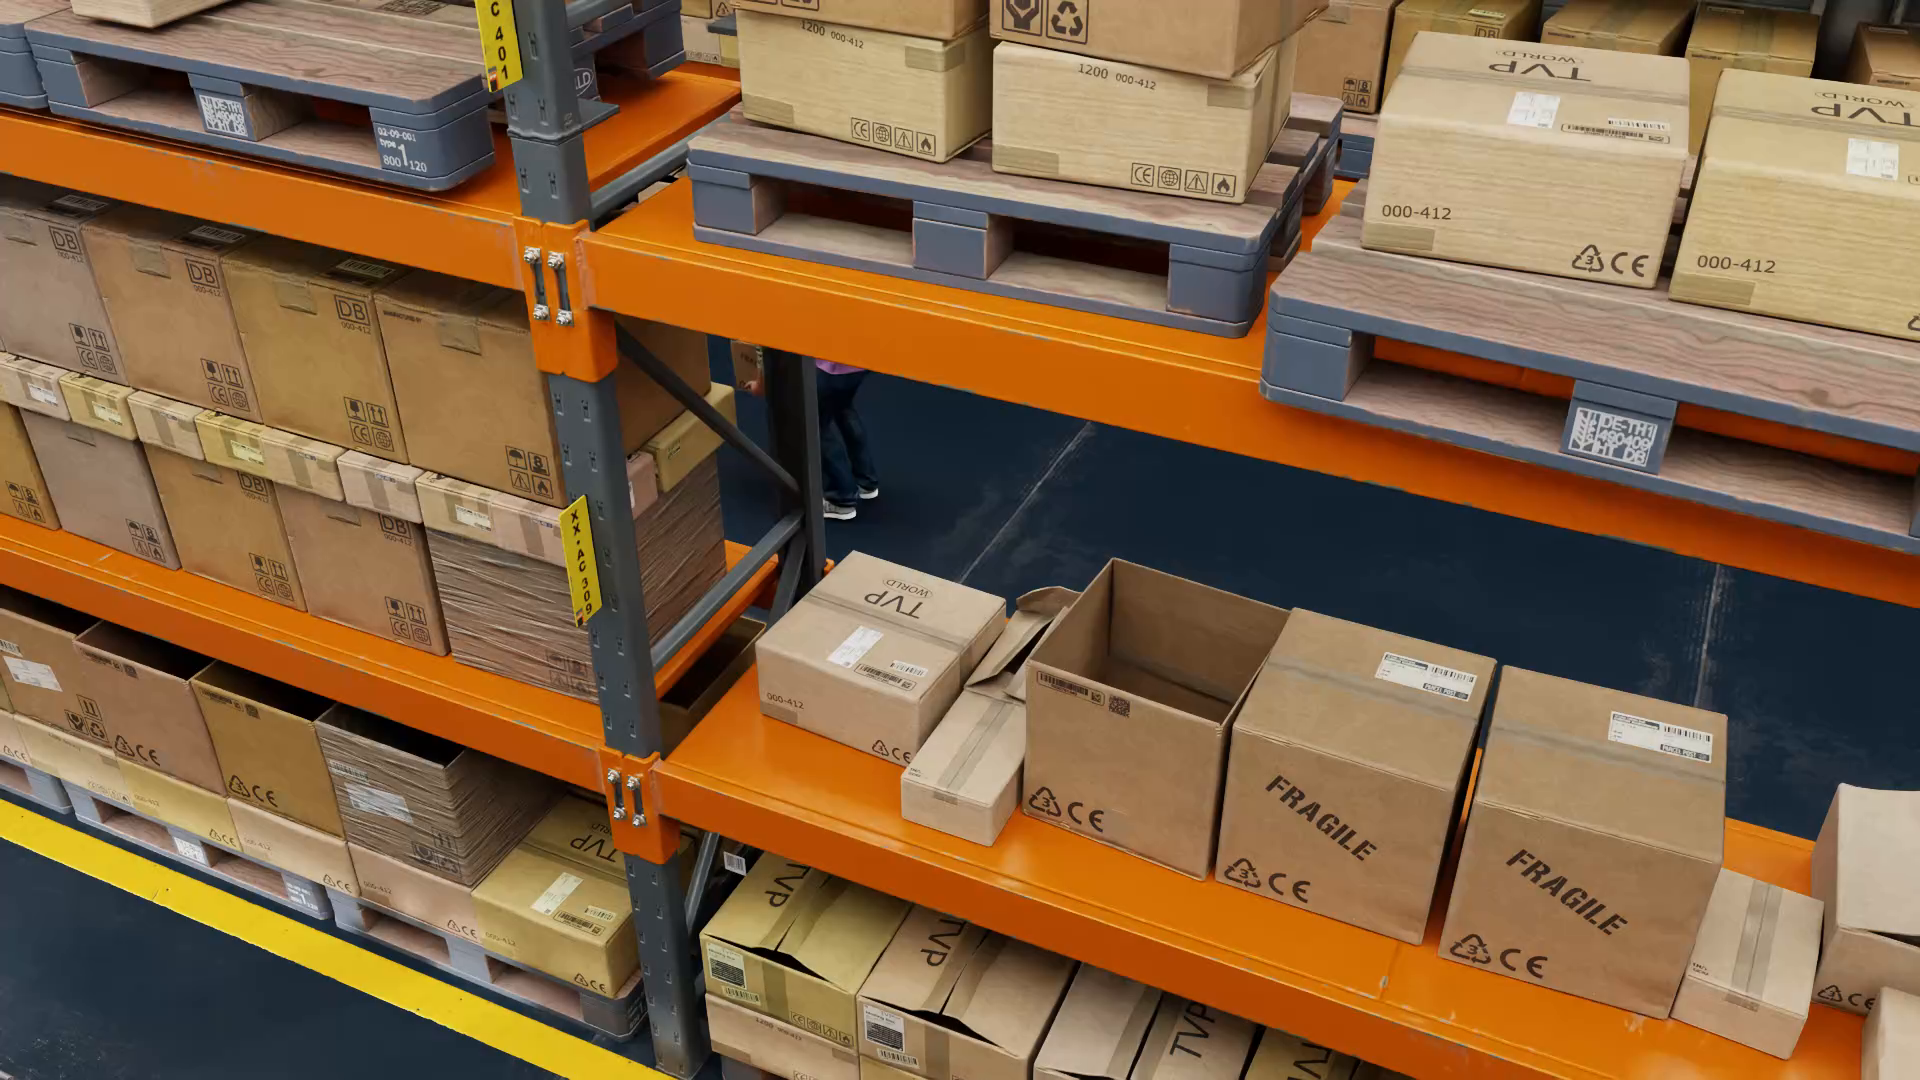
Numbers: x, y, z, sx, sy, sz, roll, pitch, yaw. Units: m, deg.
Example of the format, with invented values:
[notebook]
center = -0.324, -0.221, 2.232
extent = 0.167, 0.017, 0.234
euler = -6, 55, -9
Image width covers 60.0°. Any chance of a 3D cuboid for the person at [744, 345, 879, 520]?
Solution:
[person]
center = -0.692, -0.773, 7.493
extent = 0.727, 1.374, 0.381
euler = 14, 36, 19
